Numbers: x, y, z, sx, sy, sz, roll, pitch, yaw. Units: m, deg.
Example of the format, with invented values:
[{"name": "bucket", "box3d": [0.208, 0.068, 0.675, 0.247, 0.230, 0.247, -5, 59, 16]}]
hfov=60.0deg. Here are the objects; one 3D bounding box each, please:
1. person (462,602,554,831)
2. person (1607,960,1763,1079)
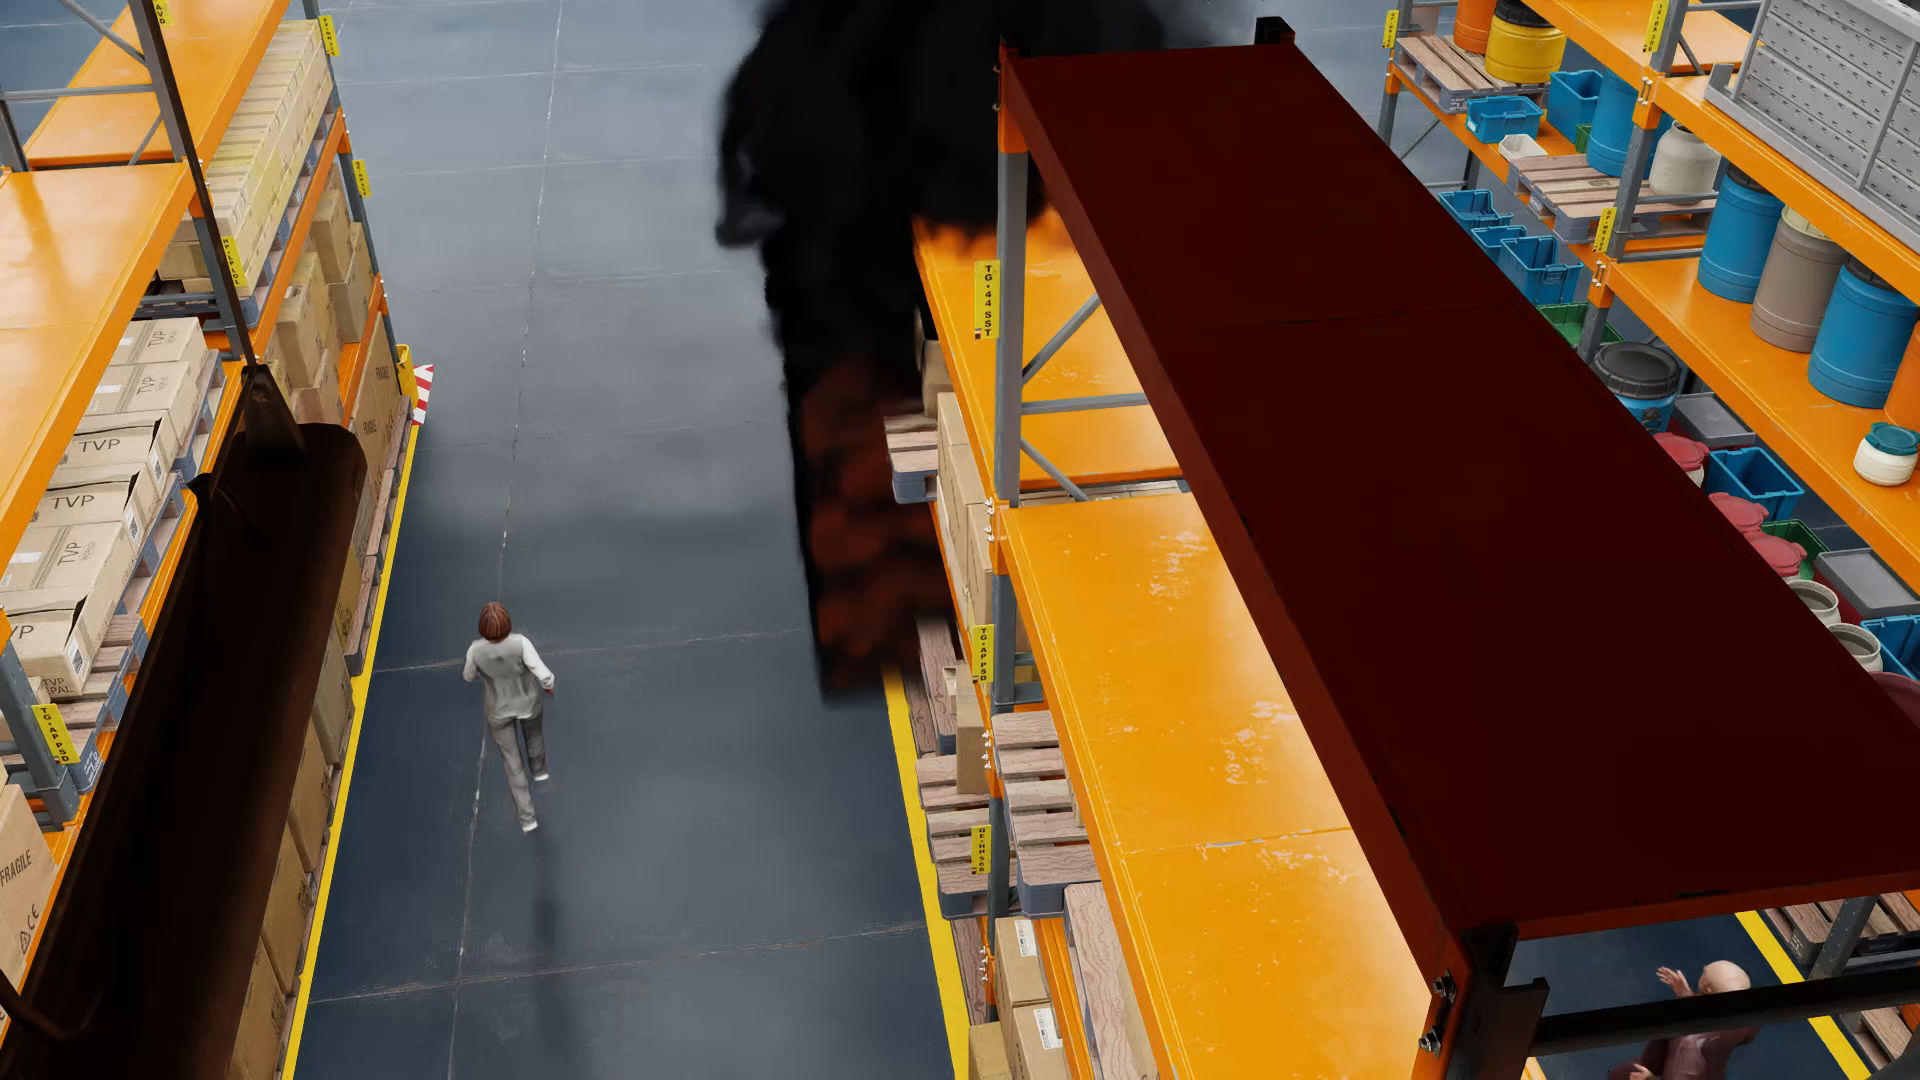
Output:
[{"name": "person", "box3d": [-2.718, 1.044, 10.165, 0.517, 1.645, 0.729, -12, 38, -16]}, {"name": "person", "box3d": [3.385, 2.616, 7.963, 0.688, 1.872, 0.743, -9, 37, -12]}]
